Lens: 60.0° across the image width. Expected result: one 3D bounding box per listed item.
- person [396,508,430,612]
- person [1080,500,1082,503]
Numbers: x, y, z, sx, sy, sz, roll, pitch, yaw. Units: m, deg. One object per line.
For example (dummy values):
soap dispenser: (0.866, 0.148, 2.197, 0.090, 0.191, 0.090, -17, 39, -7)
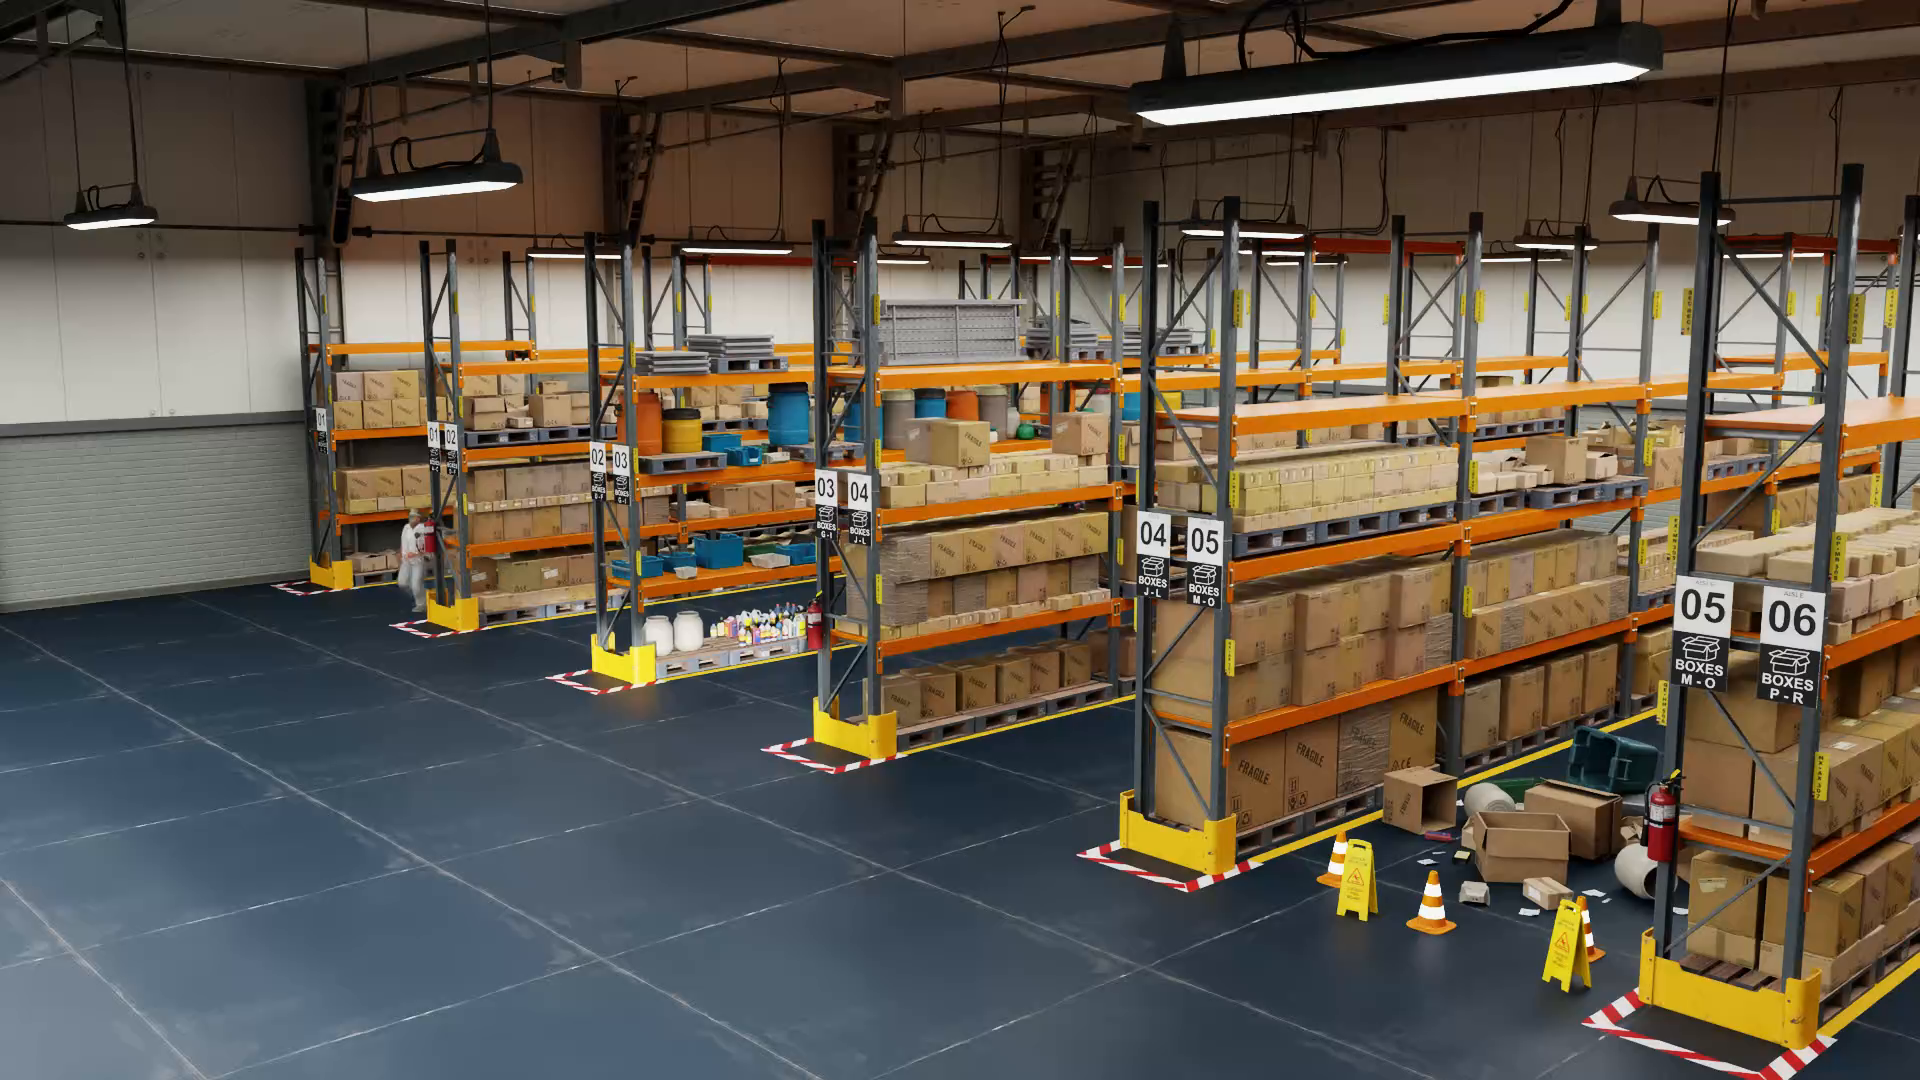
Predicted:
person: (-8.929, 0.326, 27.233, 0.660, 1.722, 0.565, 2, 9, 15)
person: (2.470, -0.466, 32.962, 0.561, 1.621, 0.567, 8, 11, 43)
